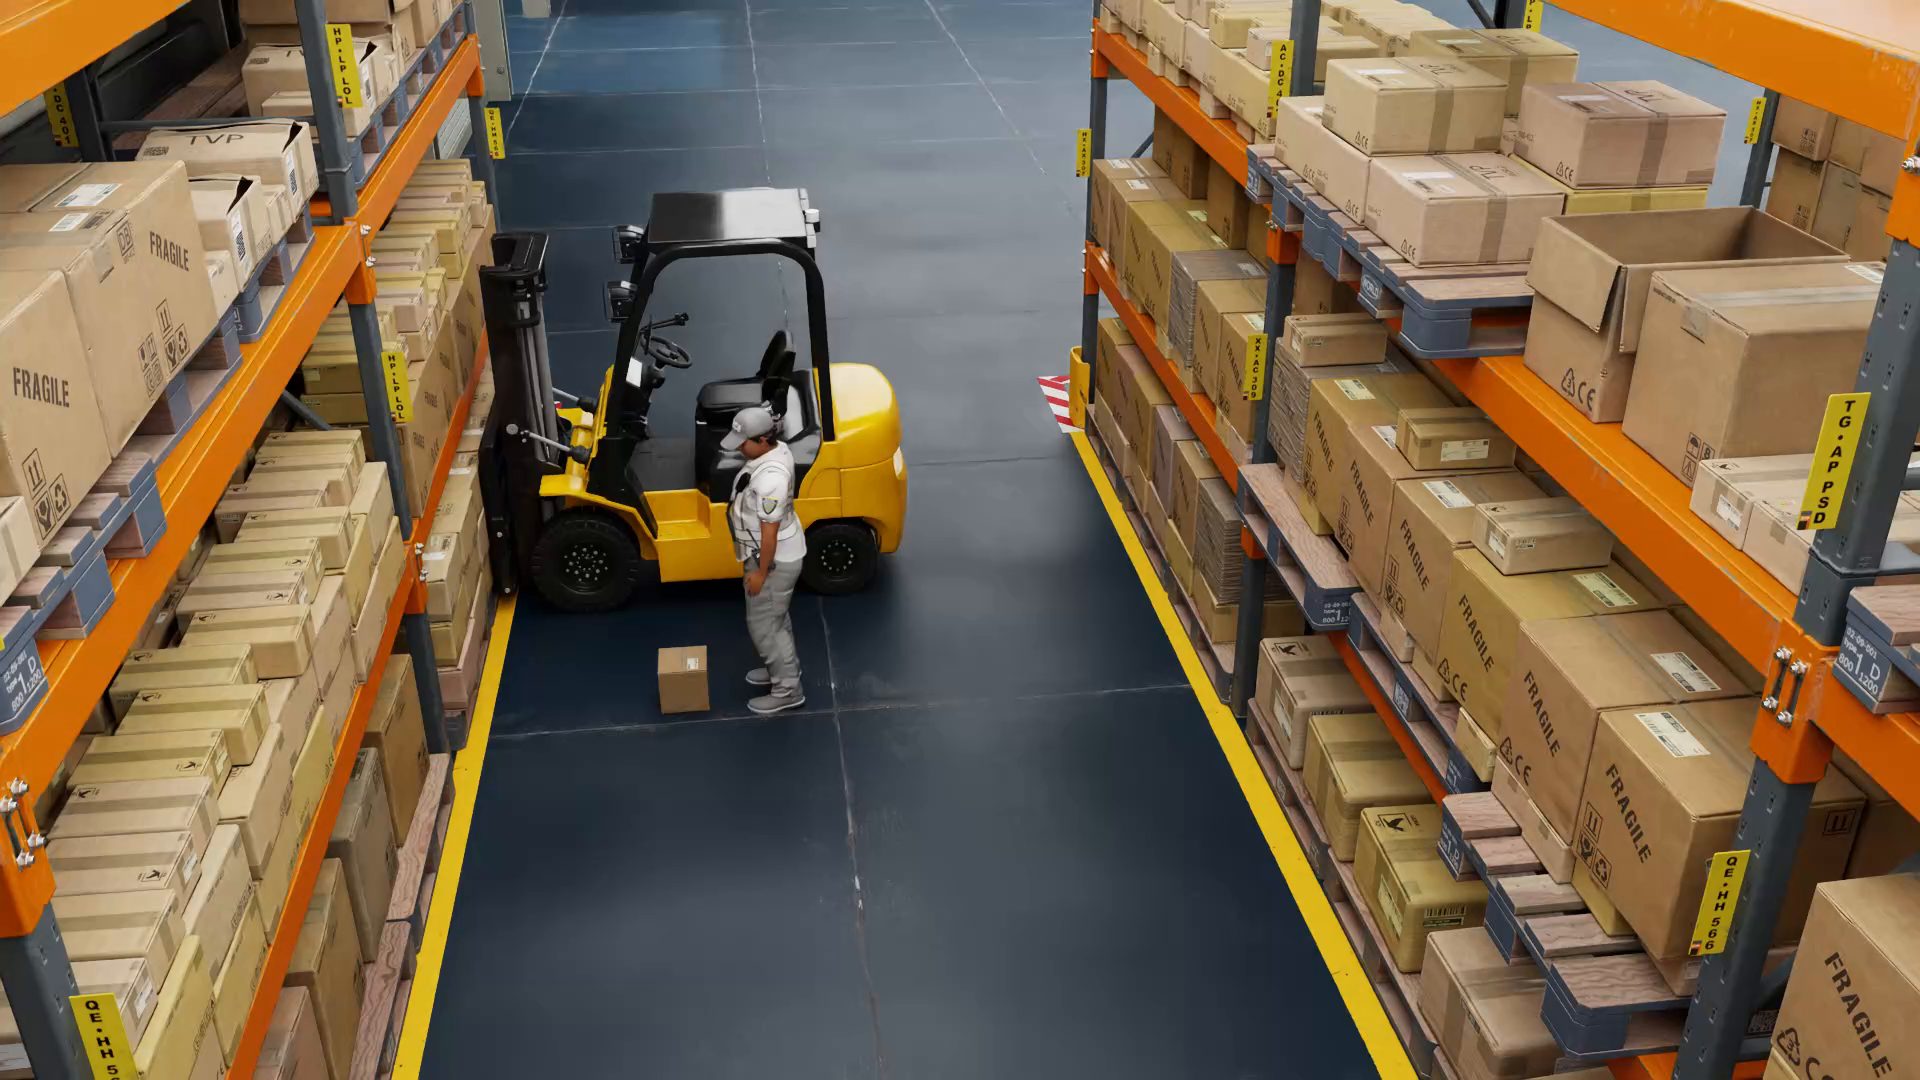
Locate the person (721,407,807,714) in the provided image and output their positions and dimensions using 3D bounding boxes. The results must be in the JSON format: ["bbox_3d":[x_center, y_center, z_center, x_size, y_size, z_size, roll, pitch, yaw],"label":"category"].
[{"bbox_3d":[-0.976,0.094,8.457,0.394,1.652,0.475,-3,27,-6],"label":"person"}]
